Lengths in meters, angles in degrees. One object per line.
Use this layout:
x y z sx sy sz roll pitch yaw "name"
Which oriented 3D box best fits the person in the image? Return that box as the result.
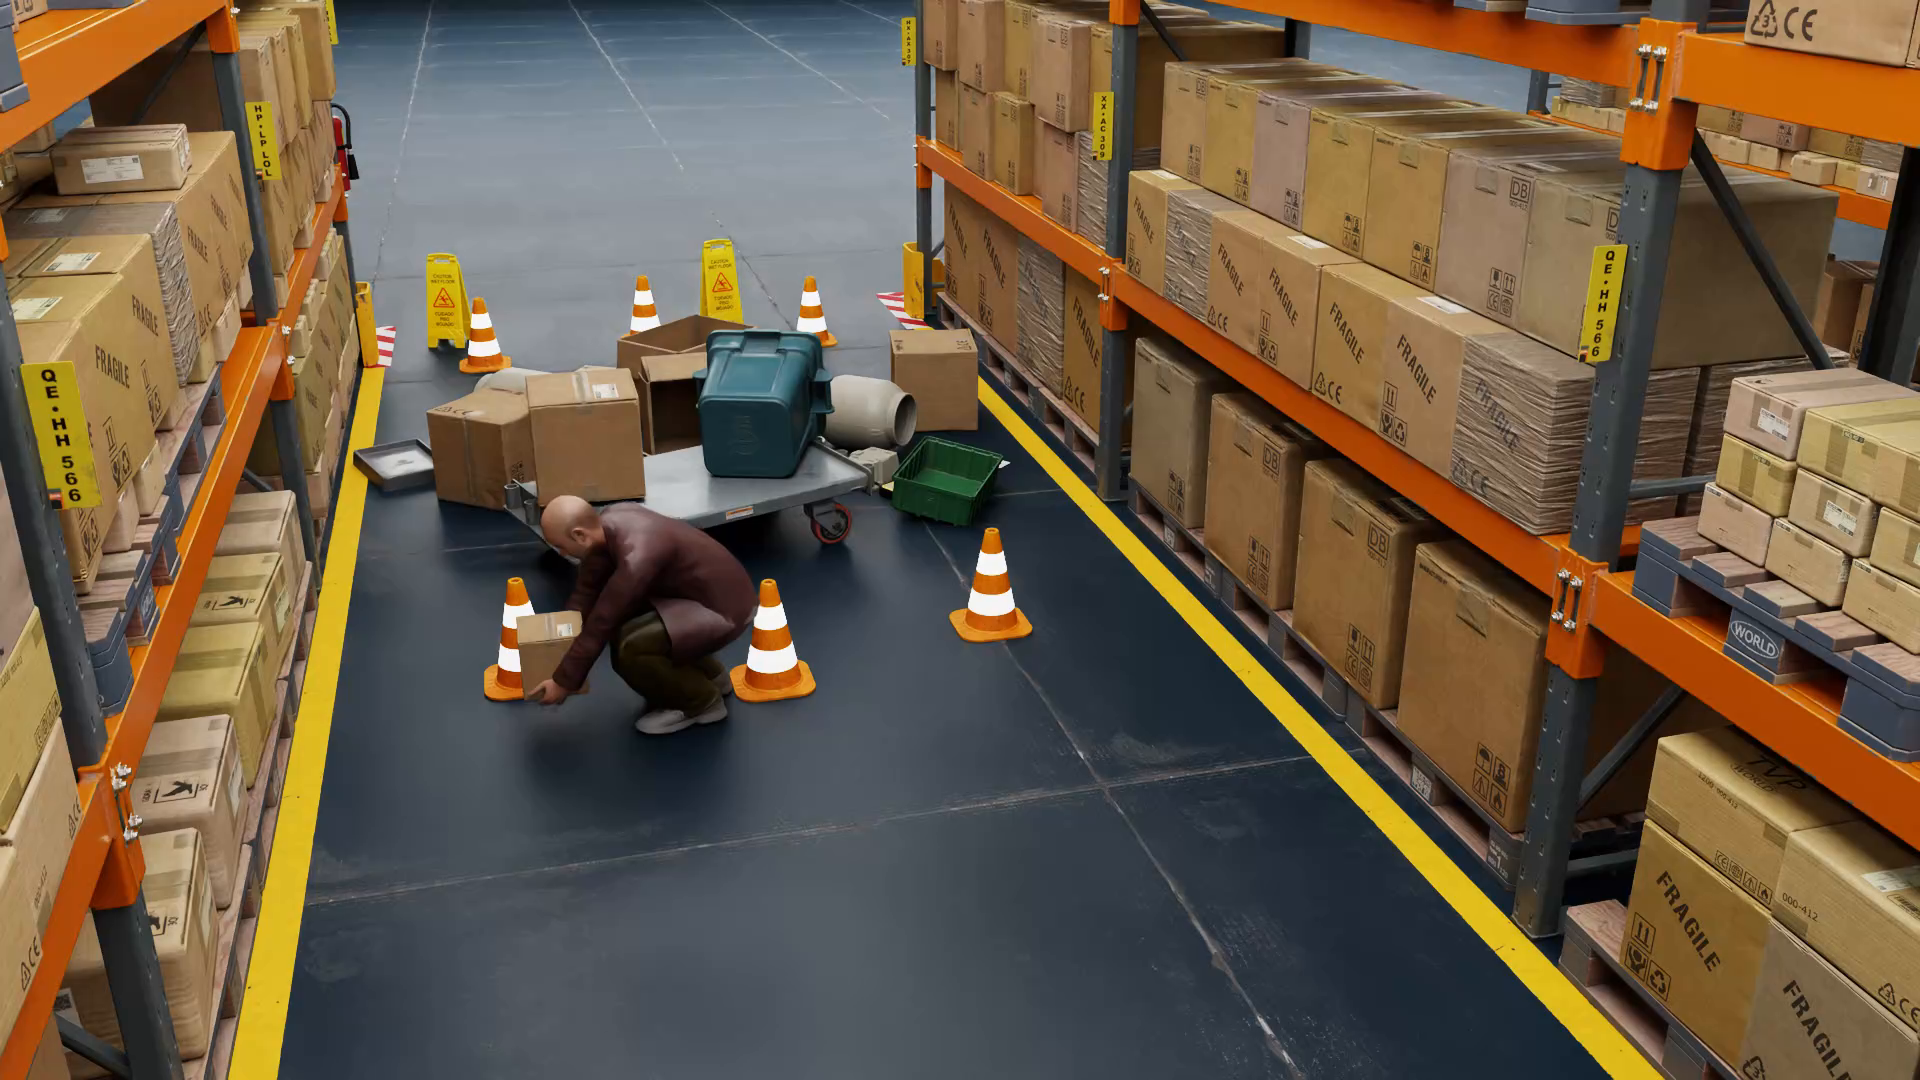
-1.250 0.252 6.527 0.930 1.001 0.580 -7 24 -15 "person"
